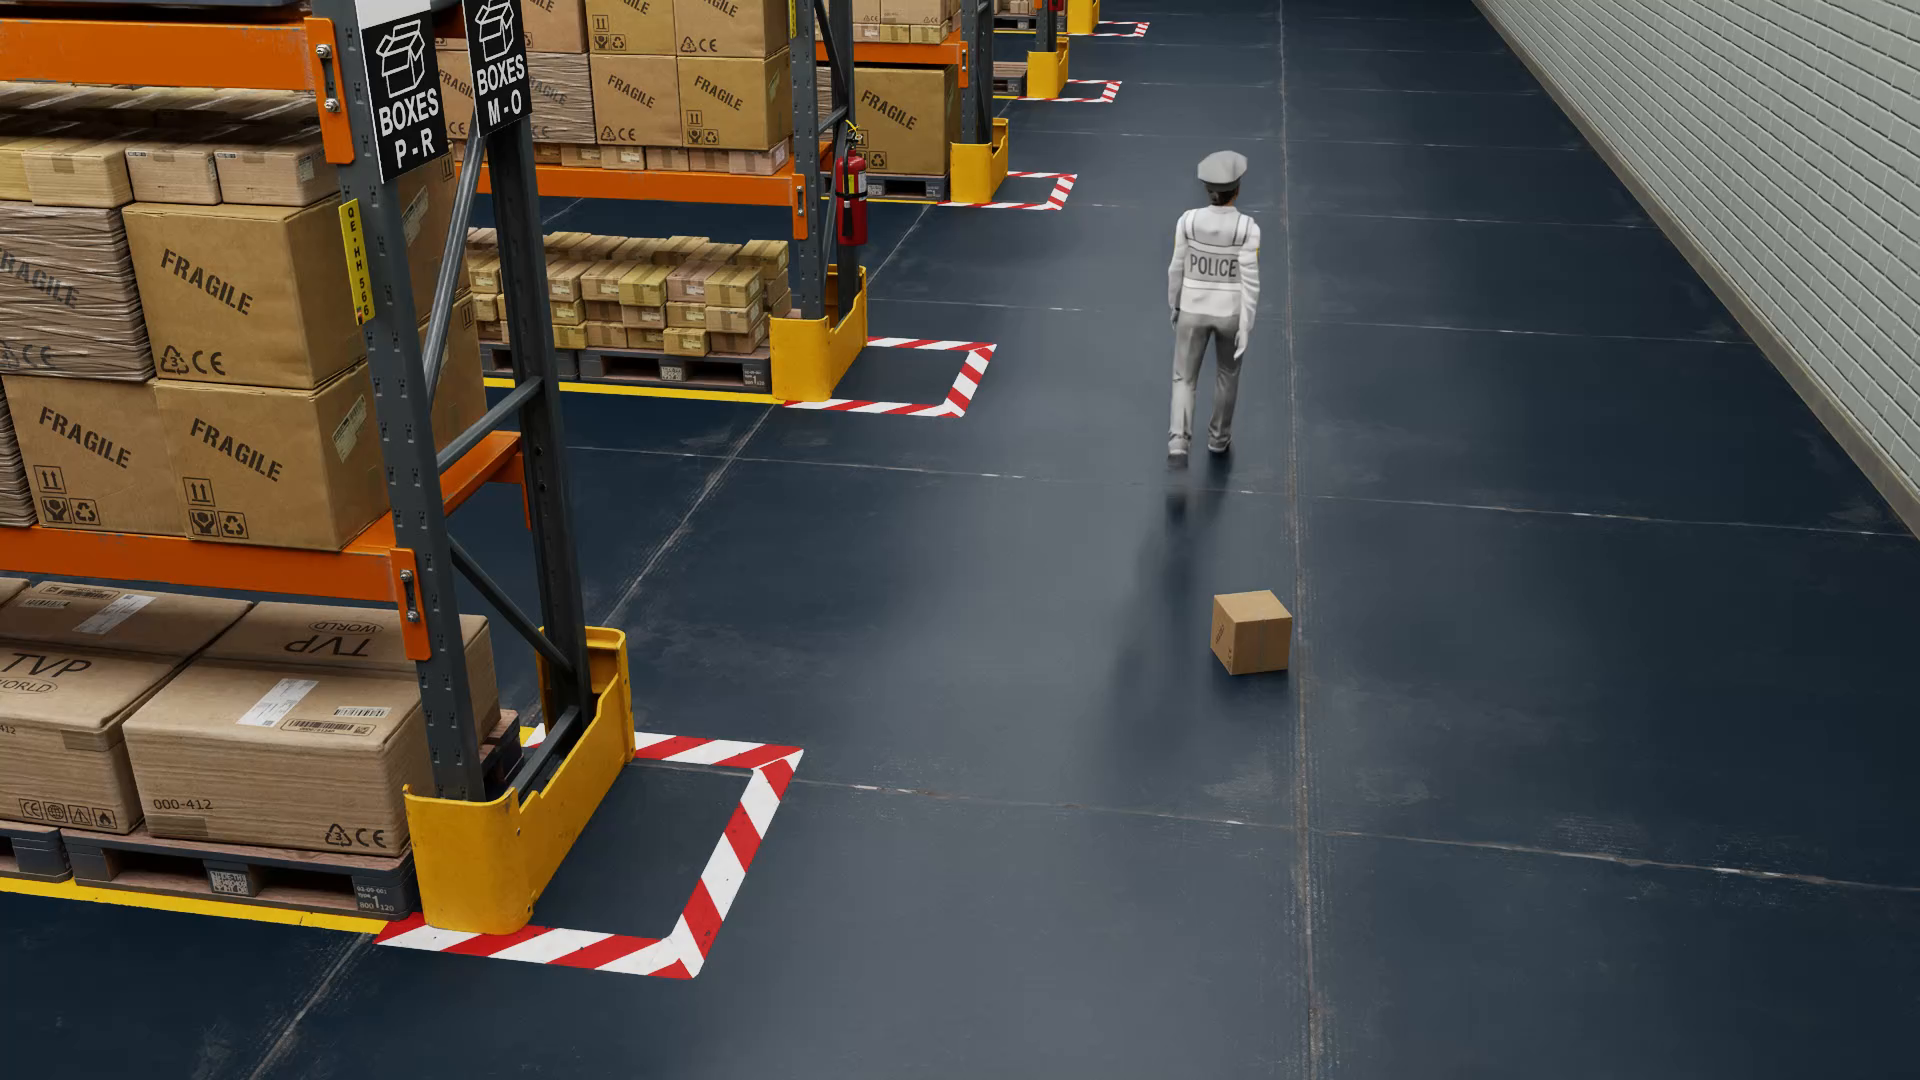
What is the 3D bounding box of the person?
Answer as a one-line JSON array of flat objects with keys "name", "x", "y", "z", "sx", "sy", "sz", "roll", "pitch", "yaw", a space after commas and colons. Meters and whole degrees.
[{"name": "person", "x": 1.285, "y": -1.150, "z": 8.511, "sx": 0.476, "sy": 1.643, "sz": 0.901, "roll": 6, "pitch": 26, "yaw": 12}]
